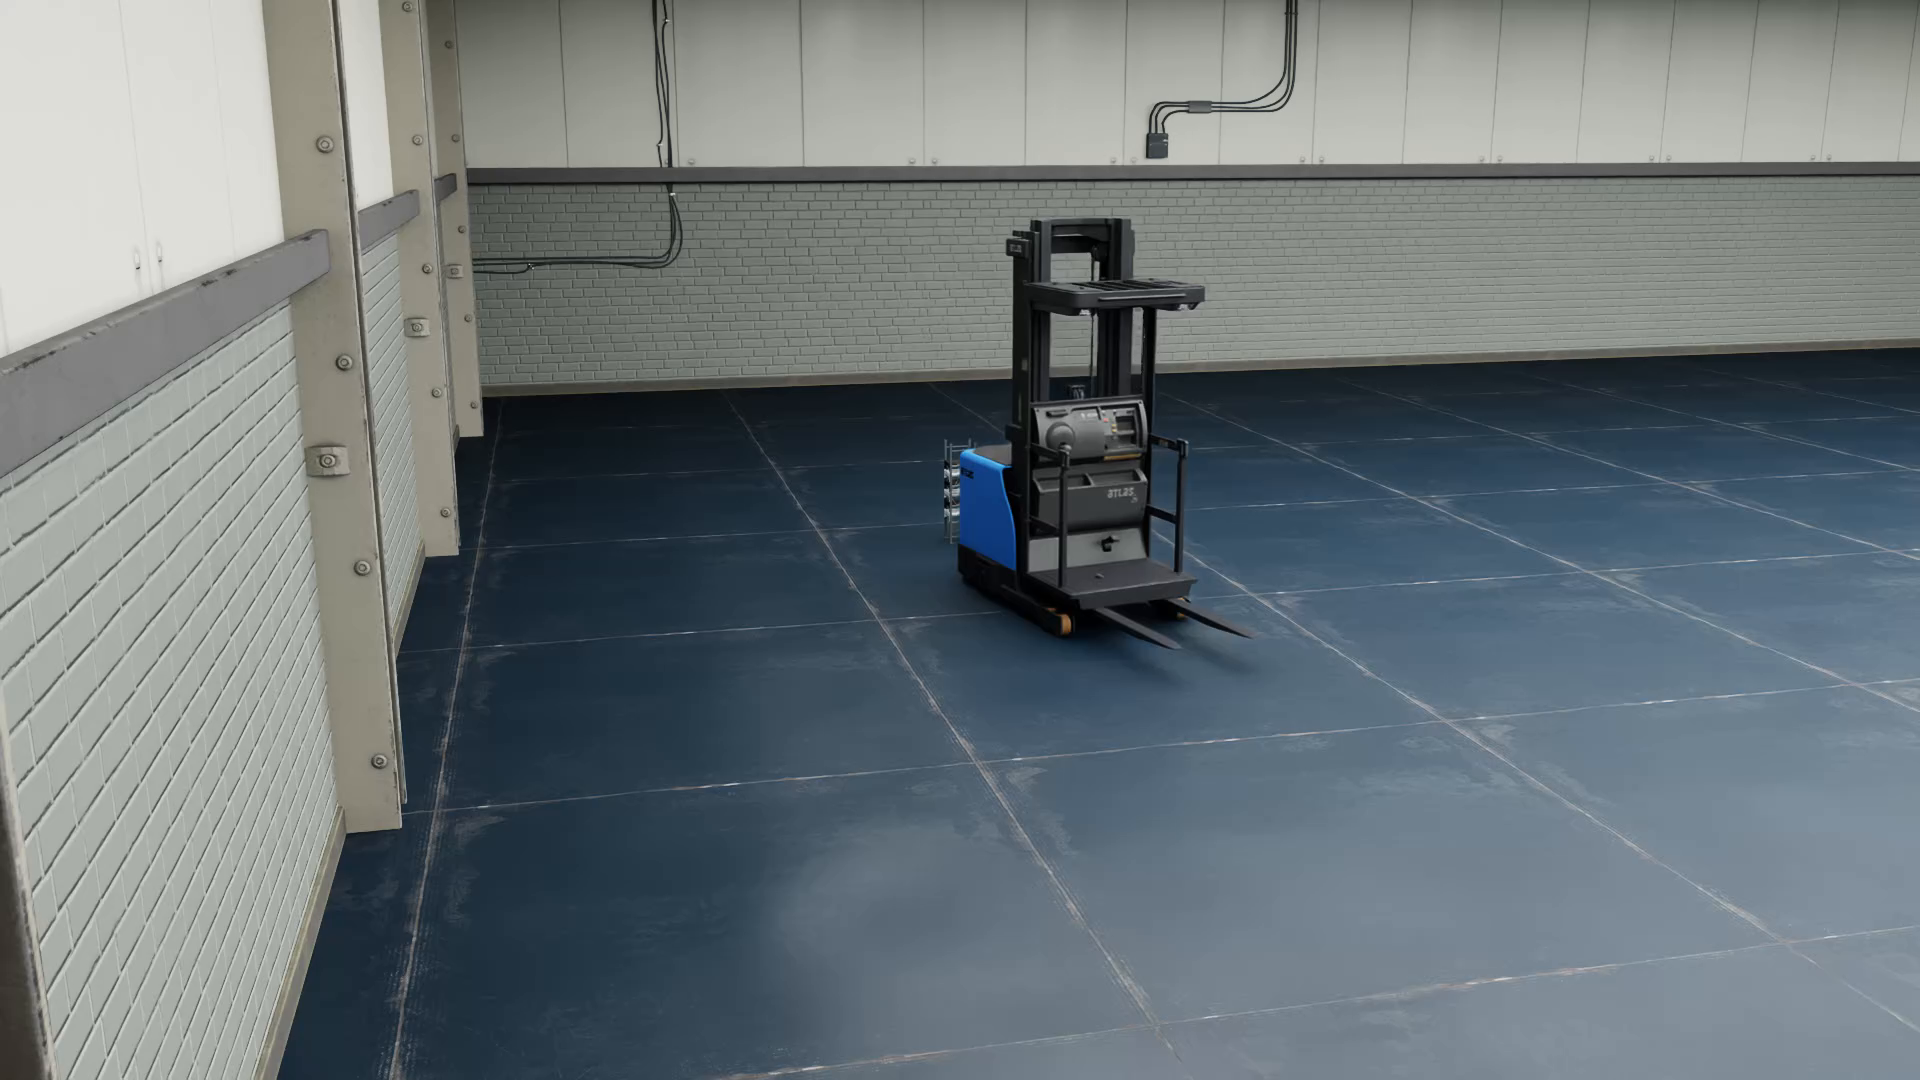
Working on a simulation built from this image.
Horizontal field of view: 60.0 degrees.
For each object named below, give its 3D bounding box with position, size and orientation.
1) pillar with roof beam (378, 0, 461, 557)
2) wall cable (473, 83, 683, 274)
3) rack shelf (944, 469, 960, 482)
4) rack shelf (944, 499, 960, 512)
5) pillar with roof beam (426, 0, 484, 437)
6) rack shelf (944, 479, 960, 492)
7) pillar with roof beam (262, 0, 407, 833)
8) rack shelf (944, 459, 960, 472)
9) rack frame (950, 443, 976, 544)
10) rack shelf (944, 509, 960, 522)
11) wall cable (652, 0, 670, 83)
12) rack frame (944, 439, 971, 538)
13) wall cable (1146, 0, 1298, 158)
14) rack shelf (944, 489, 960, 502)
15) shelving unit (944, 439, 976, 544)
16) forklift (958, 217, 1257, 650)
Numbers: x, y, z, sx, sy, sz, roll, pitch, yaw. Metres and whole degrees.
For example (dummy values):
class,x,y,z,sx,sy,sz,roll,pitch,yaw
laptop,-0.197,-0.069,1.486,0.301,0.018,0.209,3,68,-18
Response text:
class,x,y,z,sx,sy,sz,roll,pitch,yaw
pillar with roof beam,-0.356,-4.519,14.463,9.100,9.000,0.400,-3,14,-13
wall cable,-5.356,-4.908,22.598,3.097,2.526,0.112,-3,14,-13
rack shelf,0.002,-0.578,14.778,0.258,0.077,0.200,-3,14,-13
rack shelf,0.002,-0.315,14.842,0.258,0.077,0.200,-3,14,-13
pillar with roof beam,-1.765,-5.903,20.129,9.100,9.000,0.400,-3,14,-13
rack shelf,0.002,-0.490,14.799,0.258,0.077,0.200,-3,14,-13
pillar with roof beam,1.053,-3.135,8.798,9.100,9.000,0.400,-3,14,-13
rack shelf,0.002,-0.665,14.756,0.258,0.077,0.200,-3,14,-13
rack frame,0.026,-0.412,14.717,0.240,0.900,0.006,-3,14,-13
rack shelf,0.002,-0.228,14.863,0.258,0.077,0.200,-3,14,-13
wall cable,-2.727,-7.512,22.616,3.097,2.526,0.112,-3,14,-13
rack frame,-0.022,-0.459,14.909,0.240,0.900,0.006,-3,14,-13
wall cable,3.875,-8.594,23.977,2.305,6.003,0.169,-3,14,-13
rack shelf,0.002,-0.403,14.820,0.258,0.077,0.200,-3,14,-13
shelving unit,0.002,-0.435,14.813,0.258,0.900,0.210,-3,14,-13
forklift,1.071,-0.843,12.201,1.130,2.935,3.031,-6,15,-25
